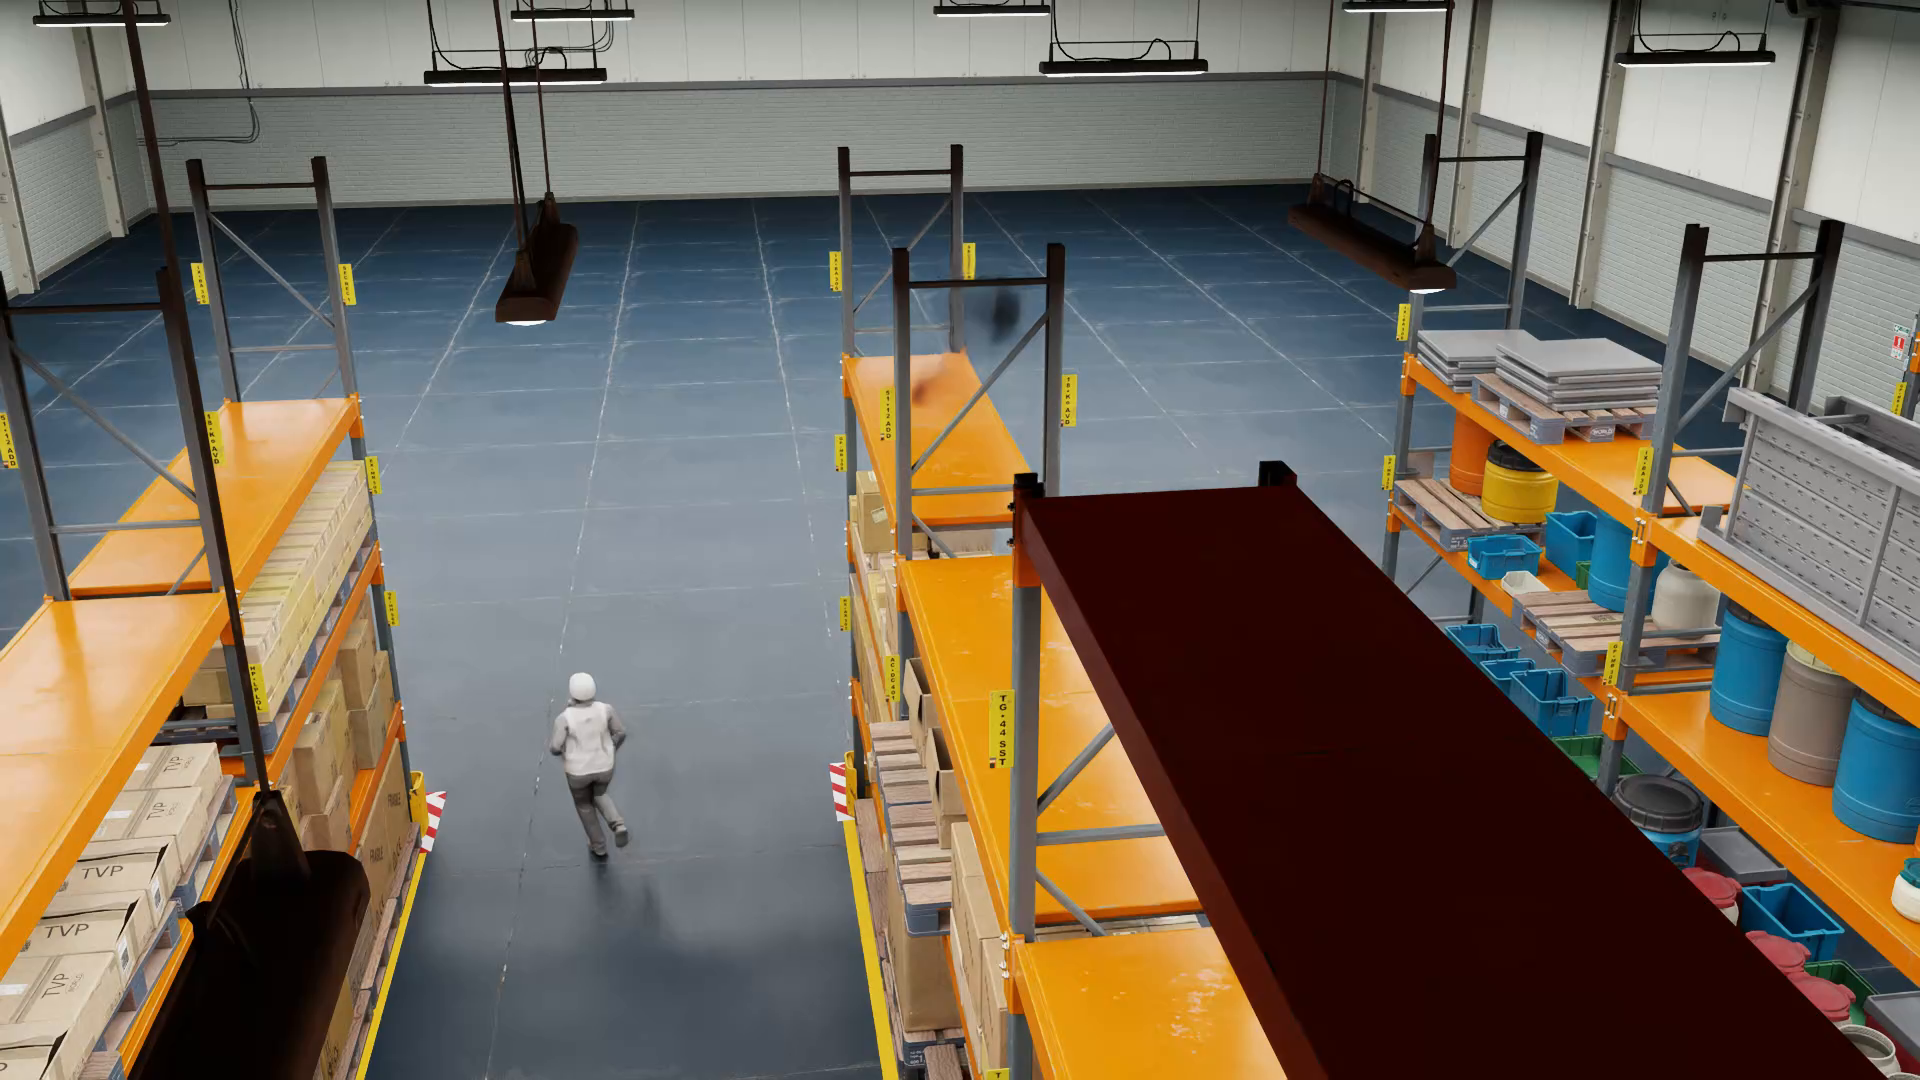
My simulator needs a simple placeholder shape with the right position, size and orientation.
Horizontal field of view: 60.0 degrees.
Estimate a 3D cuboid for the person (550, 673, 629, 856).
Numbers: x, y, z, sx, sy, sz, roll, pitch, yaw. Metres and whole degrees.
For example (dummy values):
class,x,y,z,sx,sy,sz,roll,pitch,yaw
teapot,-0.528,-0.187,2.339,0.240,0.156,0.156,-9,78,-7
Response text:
class,x,y,z,sx,sy,sz,roll,pitch,yaw
person,-3.213,1.951,14.380,0.656,1.745,0.626,-12,25,-28
